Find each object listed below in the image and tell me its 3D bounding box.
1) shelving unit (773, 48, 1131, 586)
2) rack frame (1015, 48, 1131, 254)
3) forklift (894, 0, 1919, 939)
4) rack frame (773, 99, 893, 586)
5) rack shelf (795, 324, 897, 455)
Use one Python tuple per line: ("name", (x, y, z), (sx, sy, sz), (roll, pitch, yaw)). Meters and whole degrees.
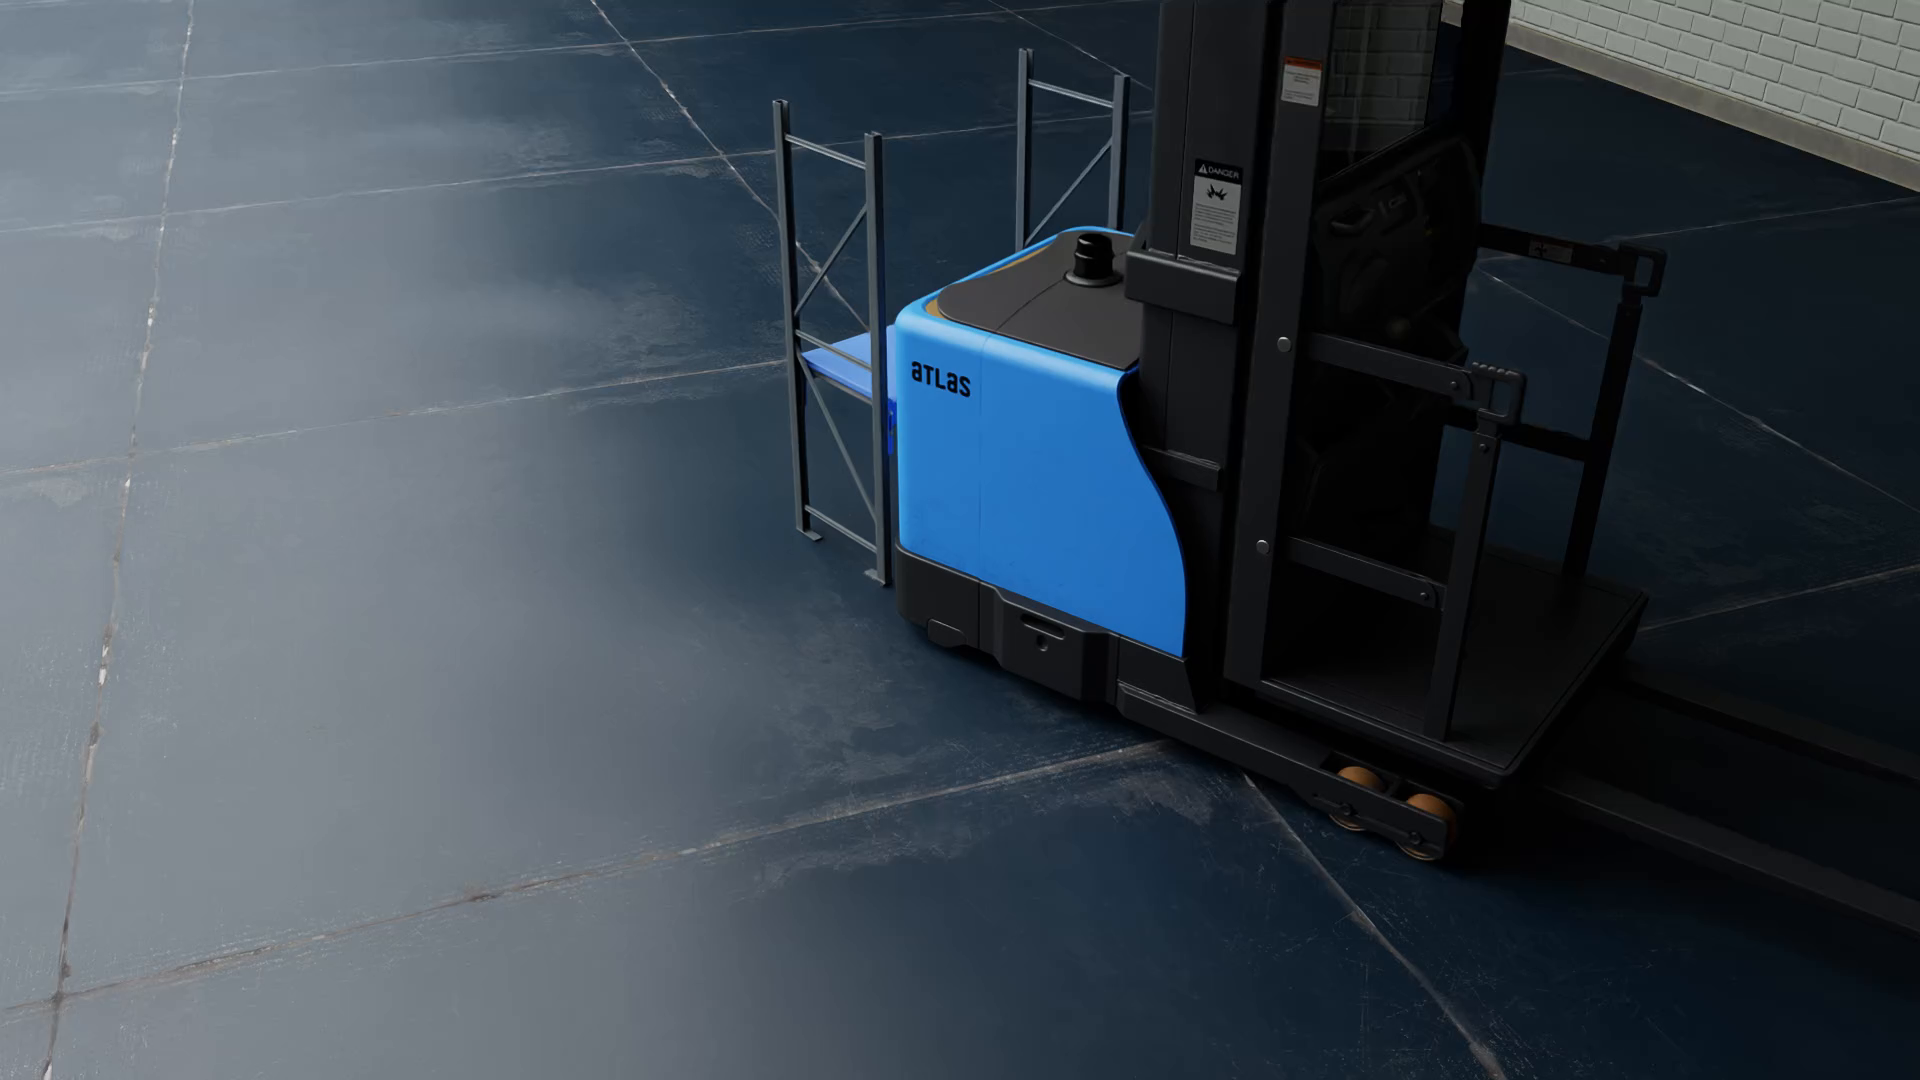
("shelving unit", (-0.012, -0.762, 5.572), (1.048, 1.500, 0.538), (-23, 37, -34))
("rack frame", (0.373, -0.926, 5.860), (0.032, 1.500, 0.500), (-23, 37, -34))
("forklift", (1.278, -0.746, 4.098), (3.031, 2.935, 1.130), (21, 36, 32))
("rack frame", (-0.398, -0.598, 5.284), (0.032, 1.500, 0.500), (-23, 37, -34))
("rack shelf", (-0.012, -0.606, 5.661), (1.000, 0.185, 0.538), (-23, 37, -34))
